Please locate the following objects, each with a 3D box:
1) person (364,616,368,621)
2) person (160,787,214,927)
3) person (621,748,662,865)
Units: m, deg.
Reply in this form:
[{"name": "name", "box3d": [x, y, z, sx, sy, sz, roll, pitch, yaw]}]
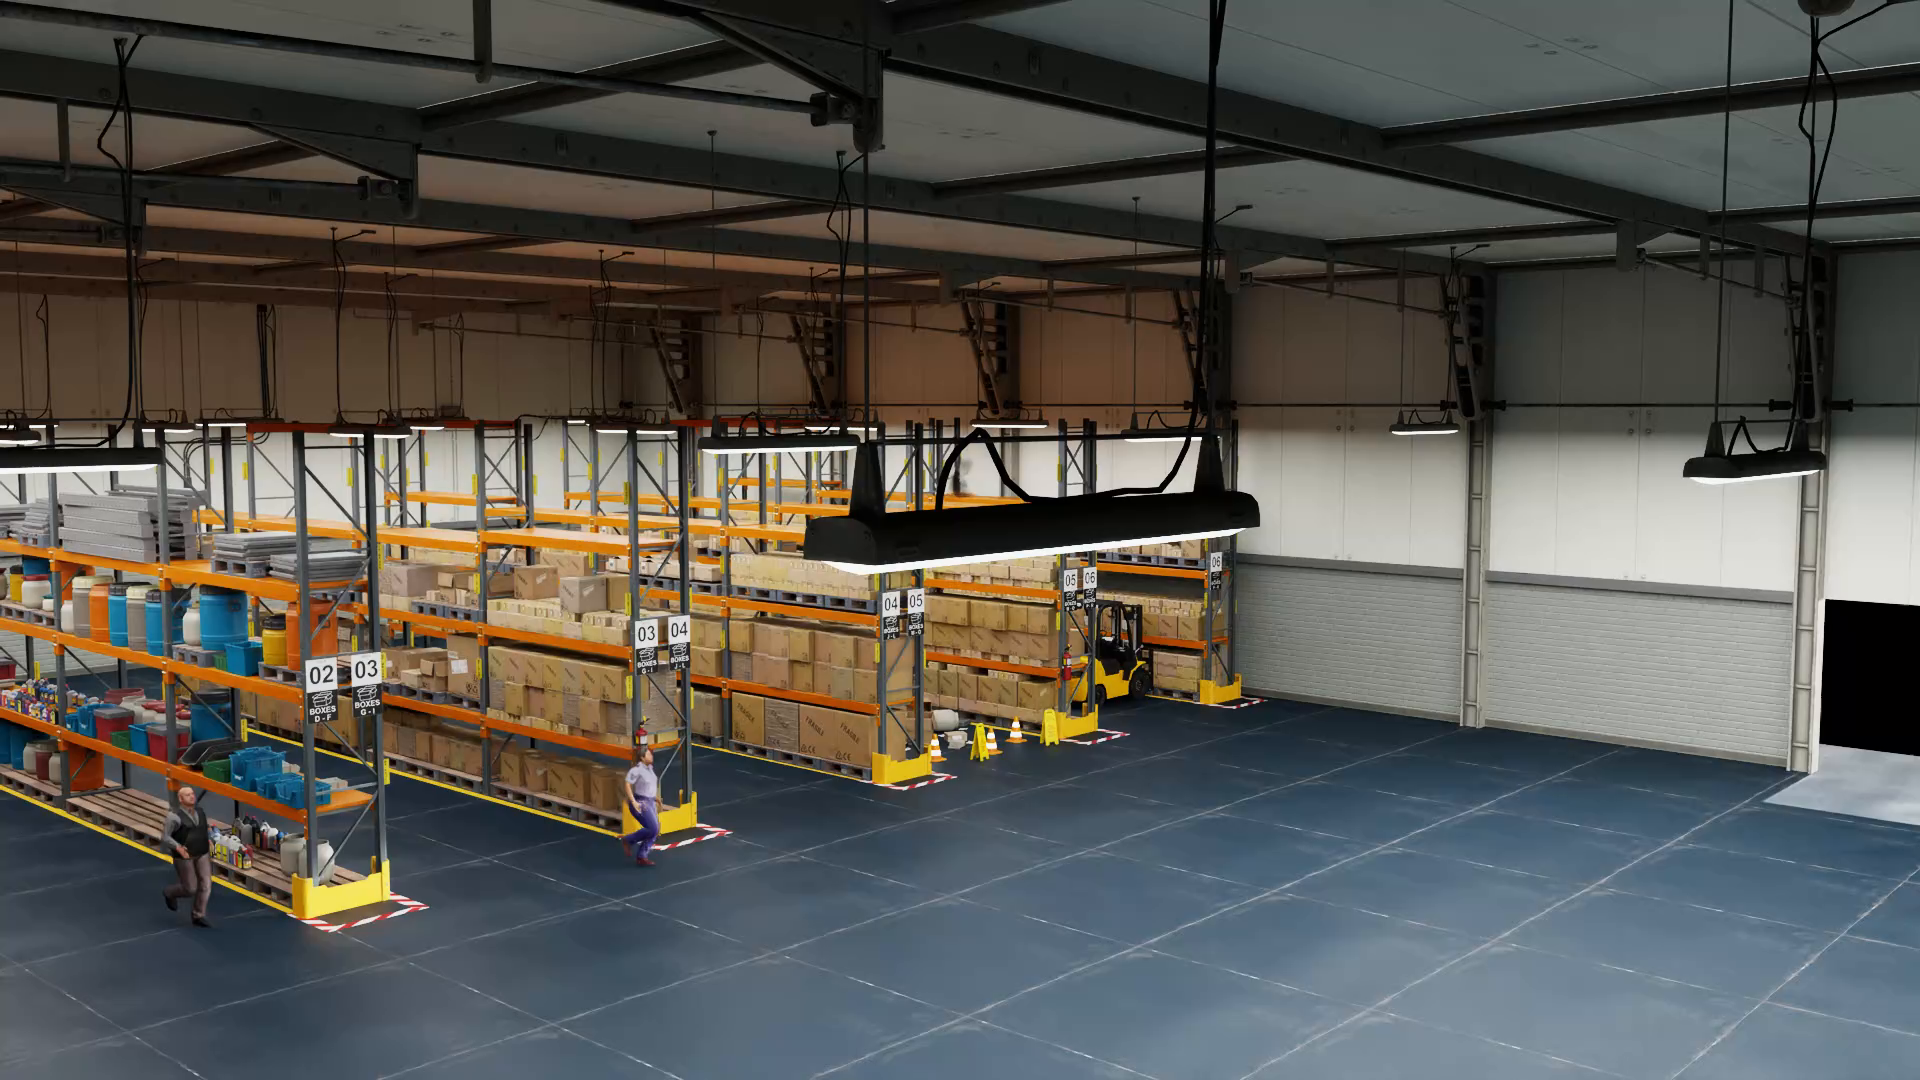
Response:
[{"name": "person", "box3d": [-13.150, 2.499, 36.648, 0.618, 1.680, 0.922, -4, 6, -41]}, {"name": "person", "box3d": [-9.389, 3.841, 20.247, 0.733, 1.694, 0.661, 3, 5, 31]}, {"name": "person", "box3d": [-4.358, 3.668, 23.021, 0.529, 1.572, 0.649, 1, 5, 14]}]
